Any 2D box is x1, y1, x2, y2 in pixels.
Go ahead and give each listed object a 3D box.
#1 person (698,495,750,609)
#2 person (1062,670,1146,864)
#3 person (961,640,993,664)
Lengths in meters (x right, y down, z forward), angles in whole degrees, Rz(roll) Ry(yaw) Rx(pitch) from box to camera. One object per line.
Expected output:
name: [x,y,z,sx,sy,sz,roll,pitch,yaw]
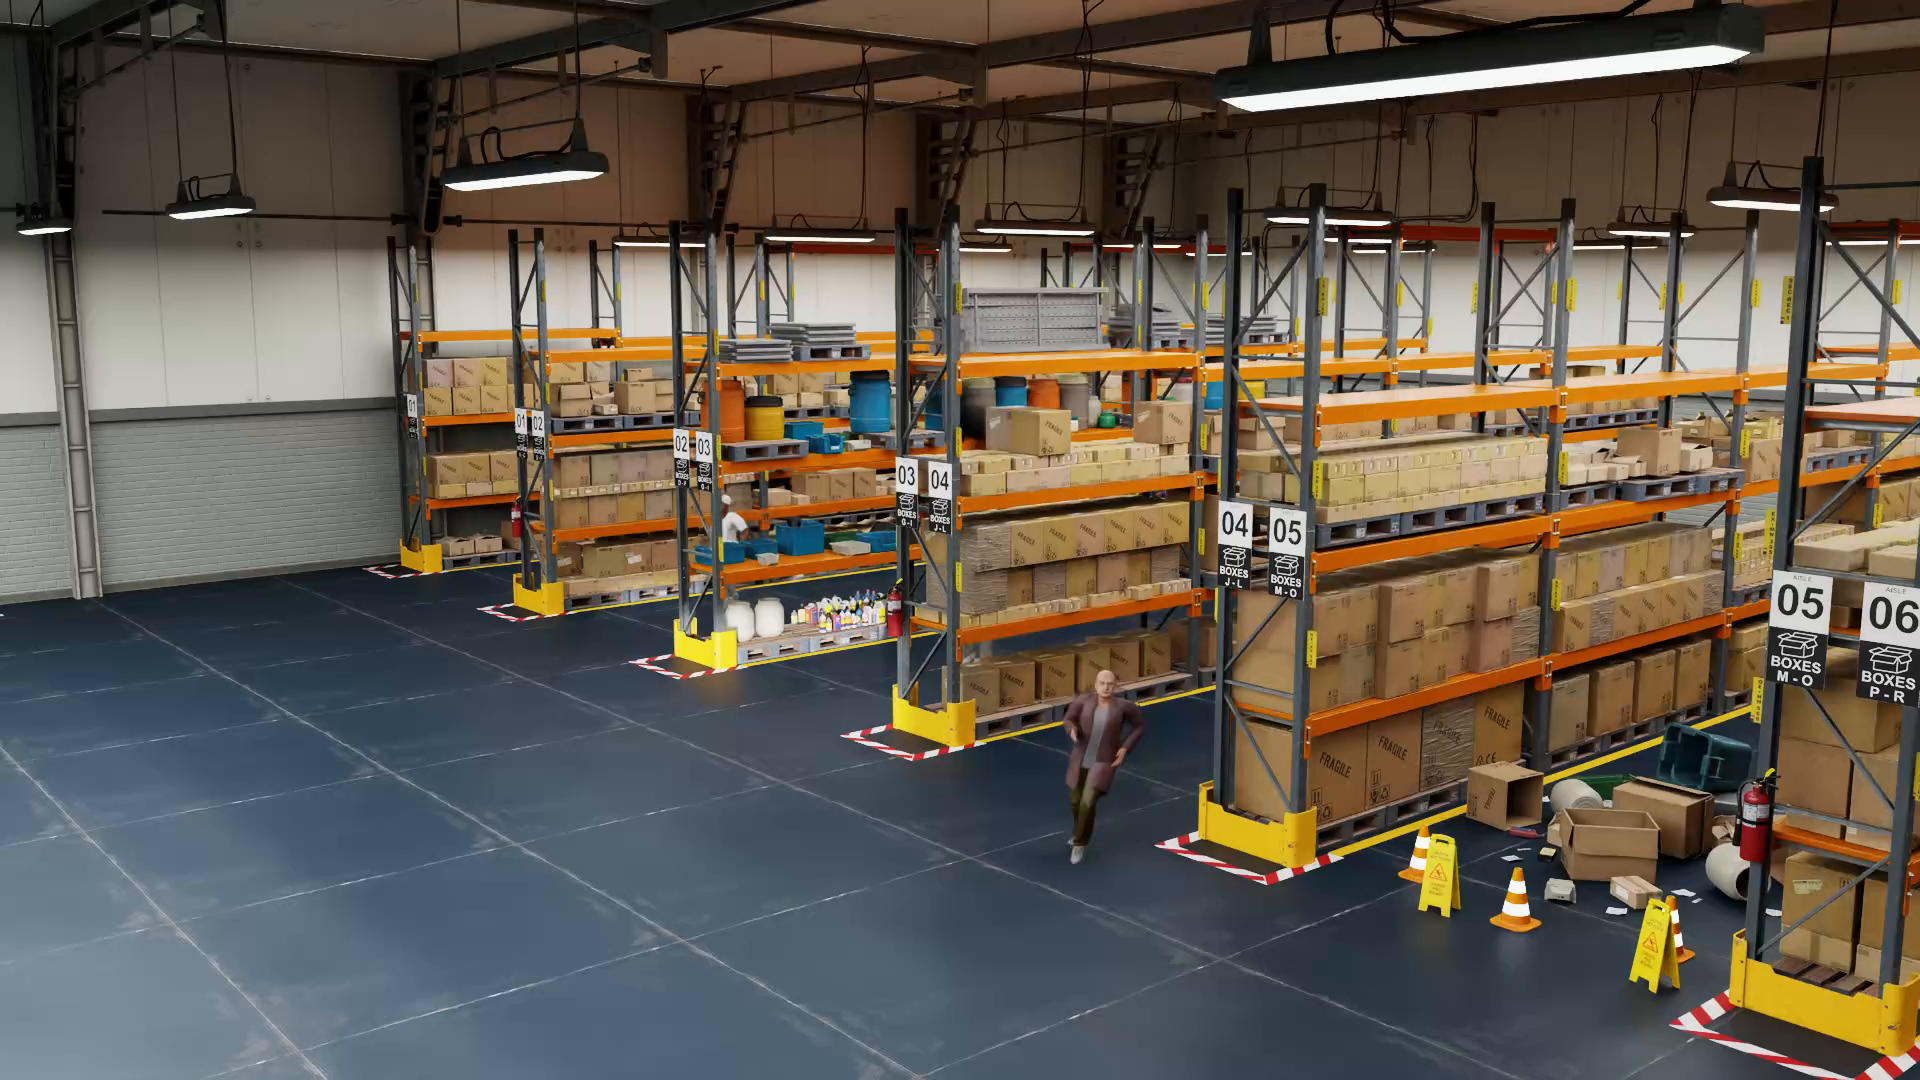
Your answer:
person: [-3.581,0.203,24.973,0.713,1.769,0.557,8,12,41]
person: [1.248,2.041,14.948,0.712,1.791,0.760,4,10,26]
person: [0.177,0.814,21.214,0.546,1.730,0.649,7,12,40]
